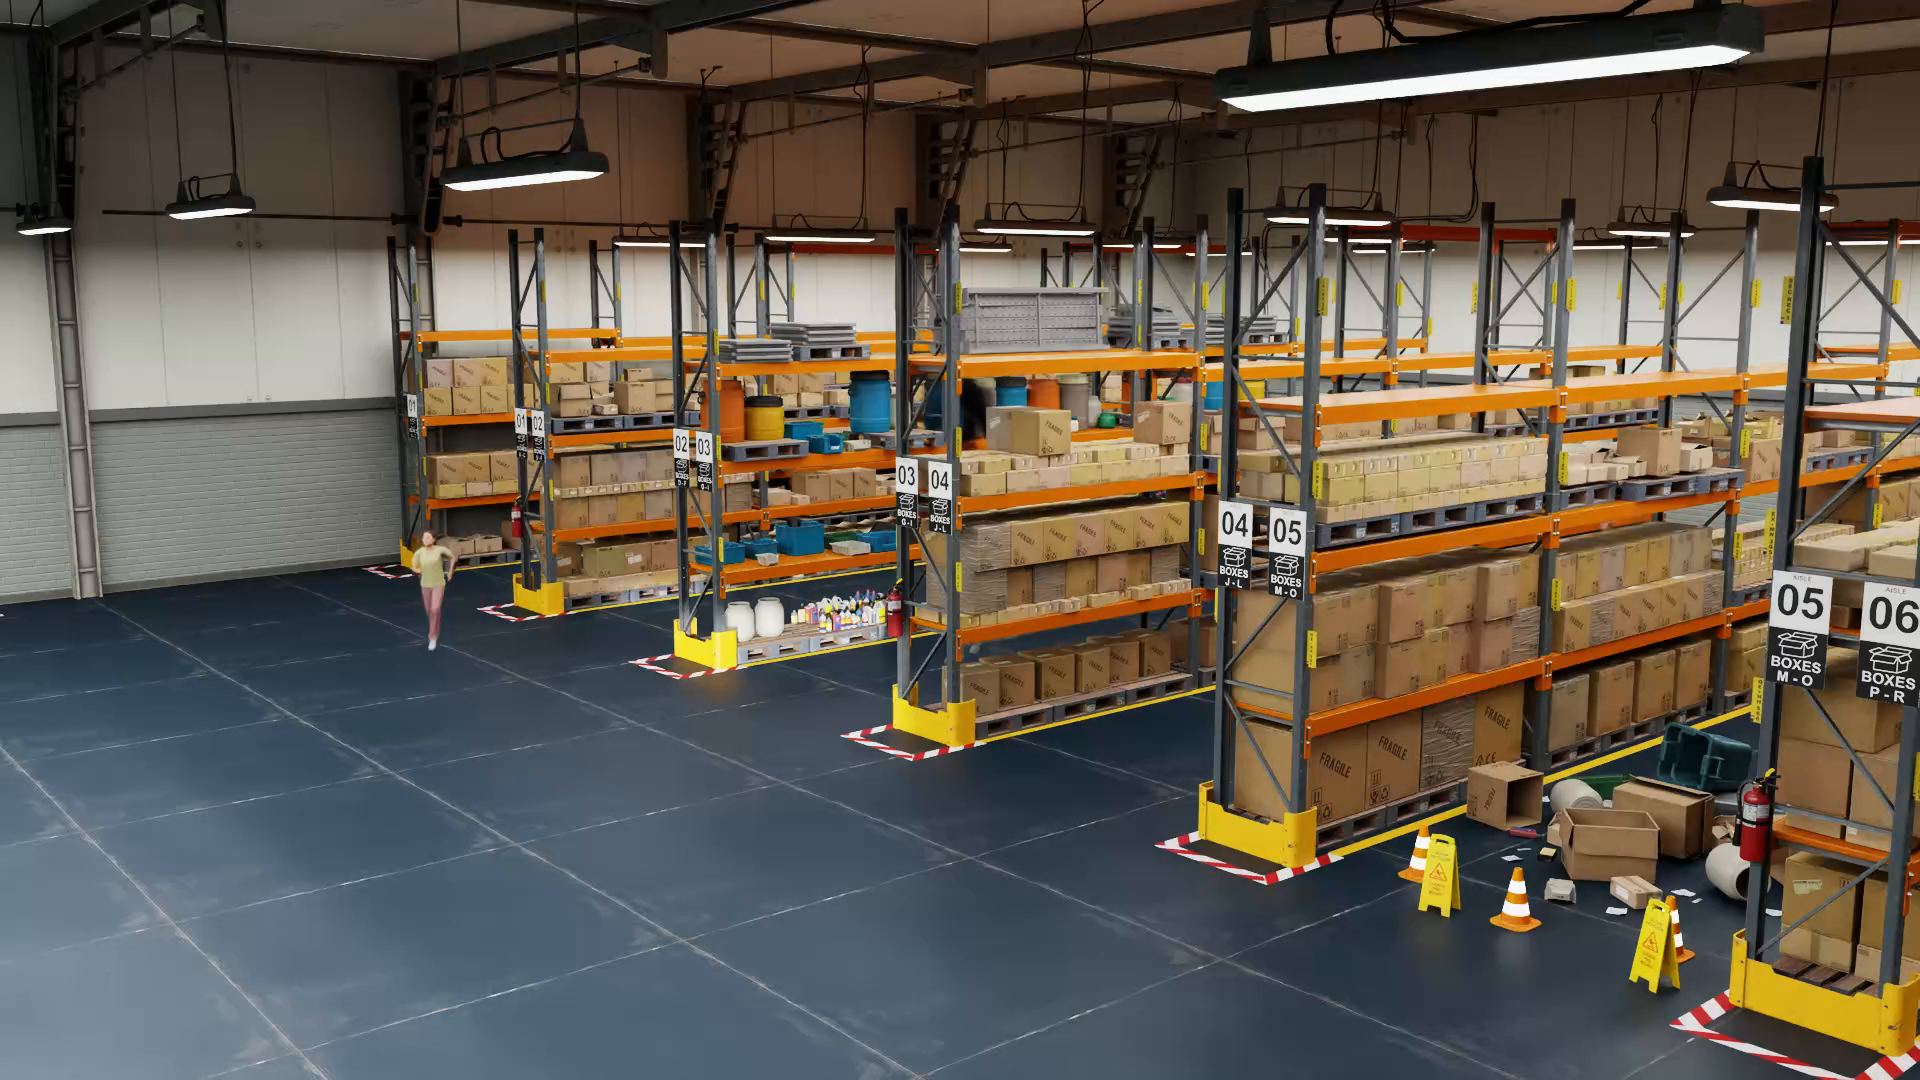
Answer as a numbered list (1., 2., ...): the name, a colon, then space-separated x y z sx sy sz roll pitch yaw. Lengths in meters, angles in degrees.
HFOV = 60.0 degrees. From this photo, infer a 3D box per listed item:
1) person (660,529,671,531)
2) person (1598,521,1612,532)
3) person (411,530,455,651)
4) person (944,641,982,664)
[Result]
1. person: -5.287 -0.266 30.320 0.545 1.552 0.857 7 11 37
2. person: 9.636 0.527 25.033 0.580 1.603 0.649 -8 12 -44
3. person: -7.576 0.674 23.939 0.583 1.678 0.971 0 9 -2
4. person: 0.006 0.736 21.703 0.618 1.705 0.695 7 11 38
